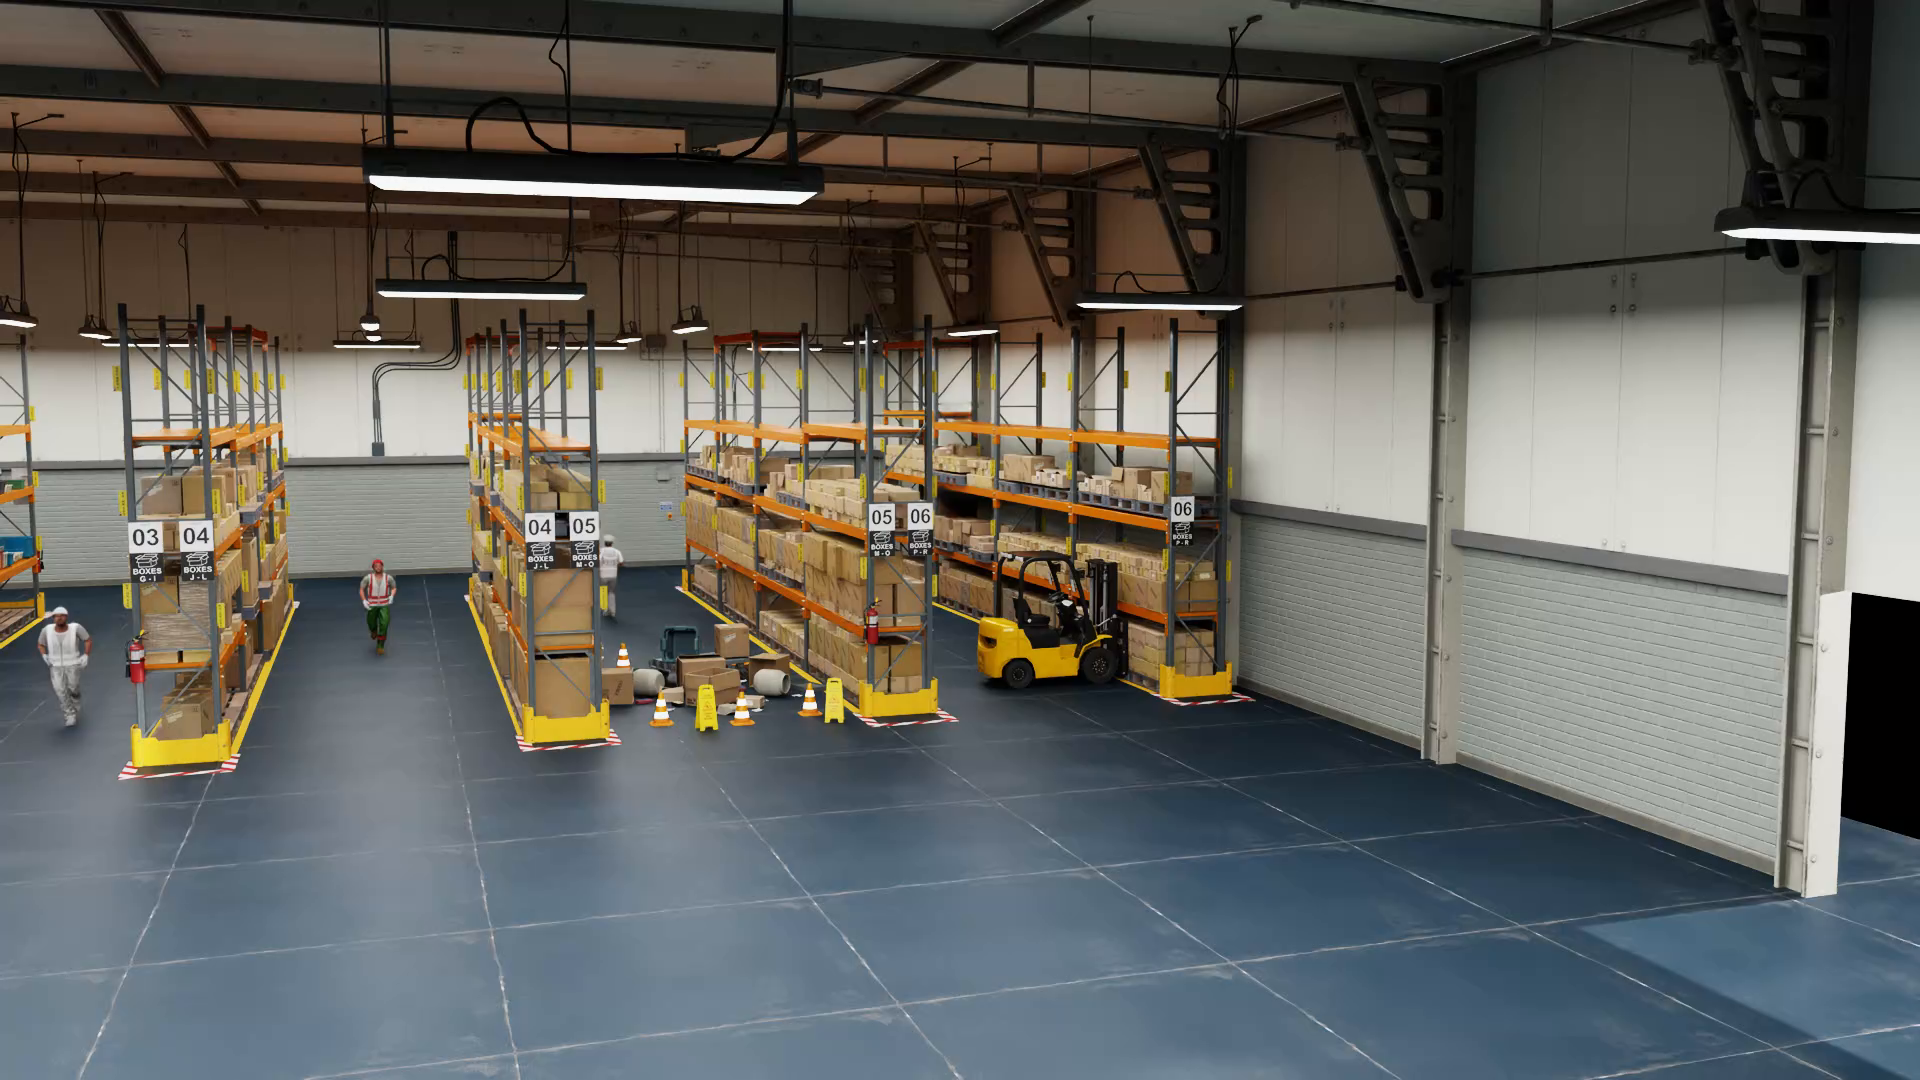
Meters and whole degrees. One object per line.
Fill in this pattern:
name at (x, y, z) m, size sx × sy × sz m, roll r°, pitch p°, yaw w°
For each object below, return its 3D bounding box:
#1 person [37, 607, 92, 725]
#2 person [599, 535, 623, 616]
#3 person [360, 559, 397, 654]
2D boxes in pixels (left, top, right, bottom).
person at (-13.123, 1.834, 24.375) m, size 0.698 × 1.733 × 0.592 m, roll -2°, pitch 6°, yaw -19°
person at (-7.551, 0.763, 35.560) m, size 0.672 × 1.759 × 0.629 m, roll -2°, pitch 6°, yaw -25°
person at (-10.801, 1.221, 30.909) m, size 0.662 × 1.741 × 0.771 m, roll -2°, pitch 6°, yaw -20°
